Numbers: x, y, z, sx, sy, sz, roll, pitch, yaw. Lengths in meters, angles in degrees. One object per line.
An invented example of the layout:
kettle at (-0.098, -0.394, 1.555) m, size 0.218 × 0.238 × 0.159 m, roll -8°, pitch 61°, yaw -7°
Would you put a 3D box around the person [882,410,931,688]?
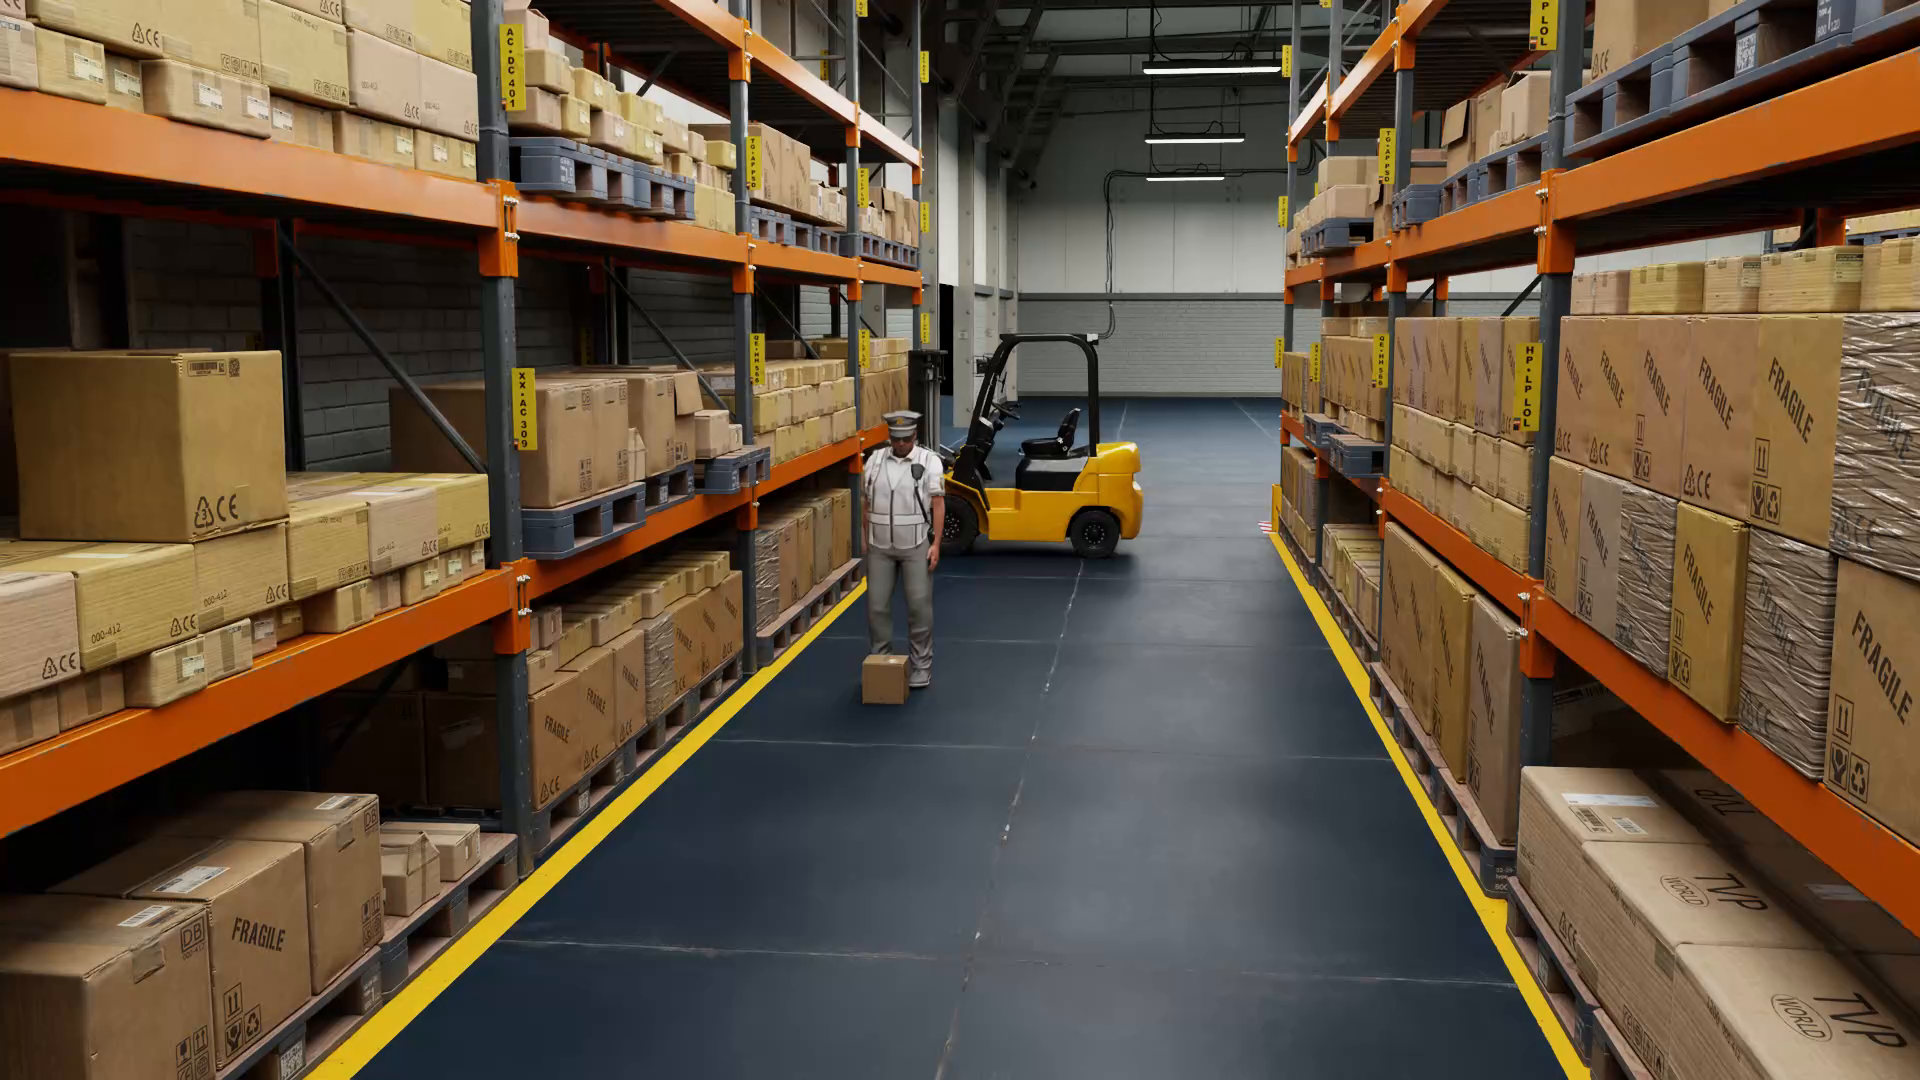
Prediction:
person at (-0.391, 0.053, 10.449) m, size 0.416 × 1.737 × 0.329 m, roll 2°, pitch 8°, yaw 11°
